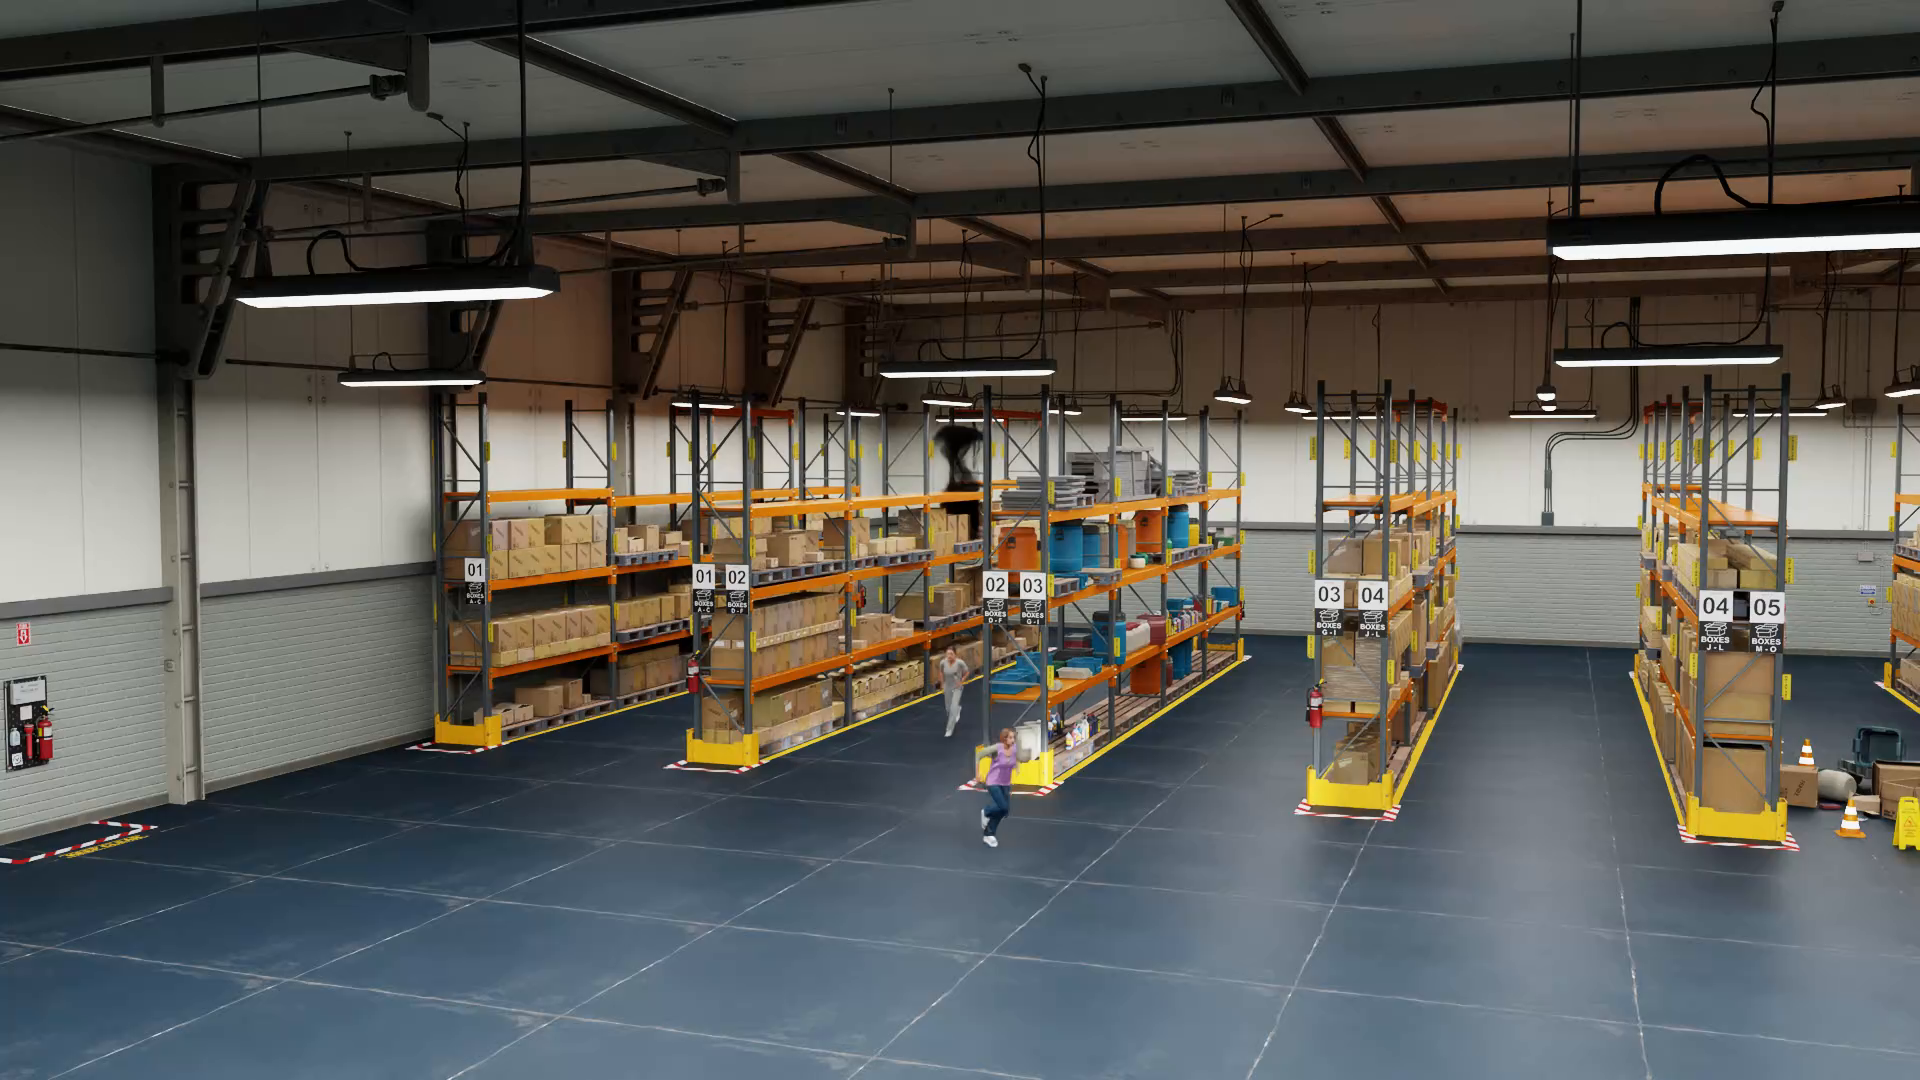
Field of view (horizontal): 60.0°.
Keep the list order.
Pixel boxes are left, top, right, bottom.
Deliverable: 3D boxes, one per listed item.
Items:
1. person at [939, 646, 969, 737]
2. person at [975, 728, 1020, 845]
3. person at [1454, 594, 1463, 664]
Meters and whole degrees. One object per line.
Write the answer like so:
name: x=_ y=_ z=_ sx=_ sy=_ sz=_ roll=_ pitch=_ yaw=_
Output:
person: x=-0.096 y=2.658 z=29.462 sx=0.560 sy=1.610 sz=0.790 roll=1 pitch=3 yaw=9
person: x=0.515 y=3.128 z=21.088 sx=0.526 sy=1.528 sz=0.653 roll=-3 pitch=4 yaw=-40
person: x=11.548 y=2.074 z=39.211 sx=0.565 sy=1.718 sz=0.695 roll=2 pitch=3 yaw=29
